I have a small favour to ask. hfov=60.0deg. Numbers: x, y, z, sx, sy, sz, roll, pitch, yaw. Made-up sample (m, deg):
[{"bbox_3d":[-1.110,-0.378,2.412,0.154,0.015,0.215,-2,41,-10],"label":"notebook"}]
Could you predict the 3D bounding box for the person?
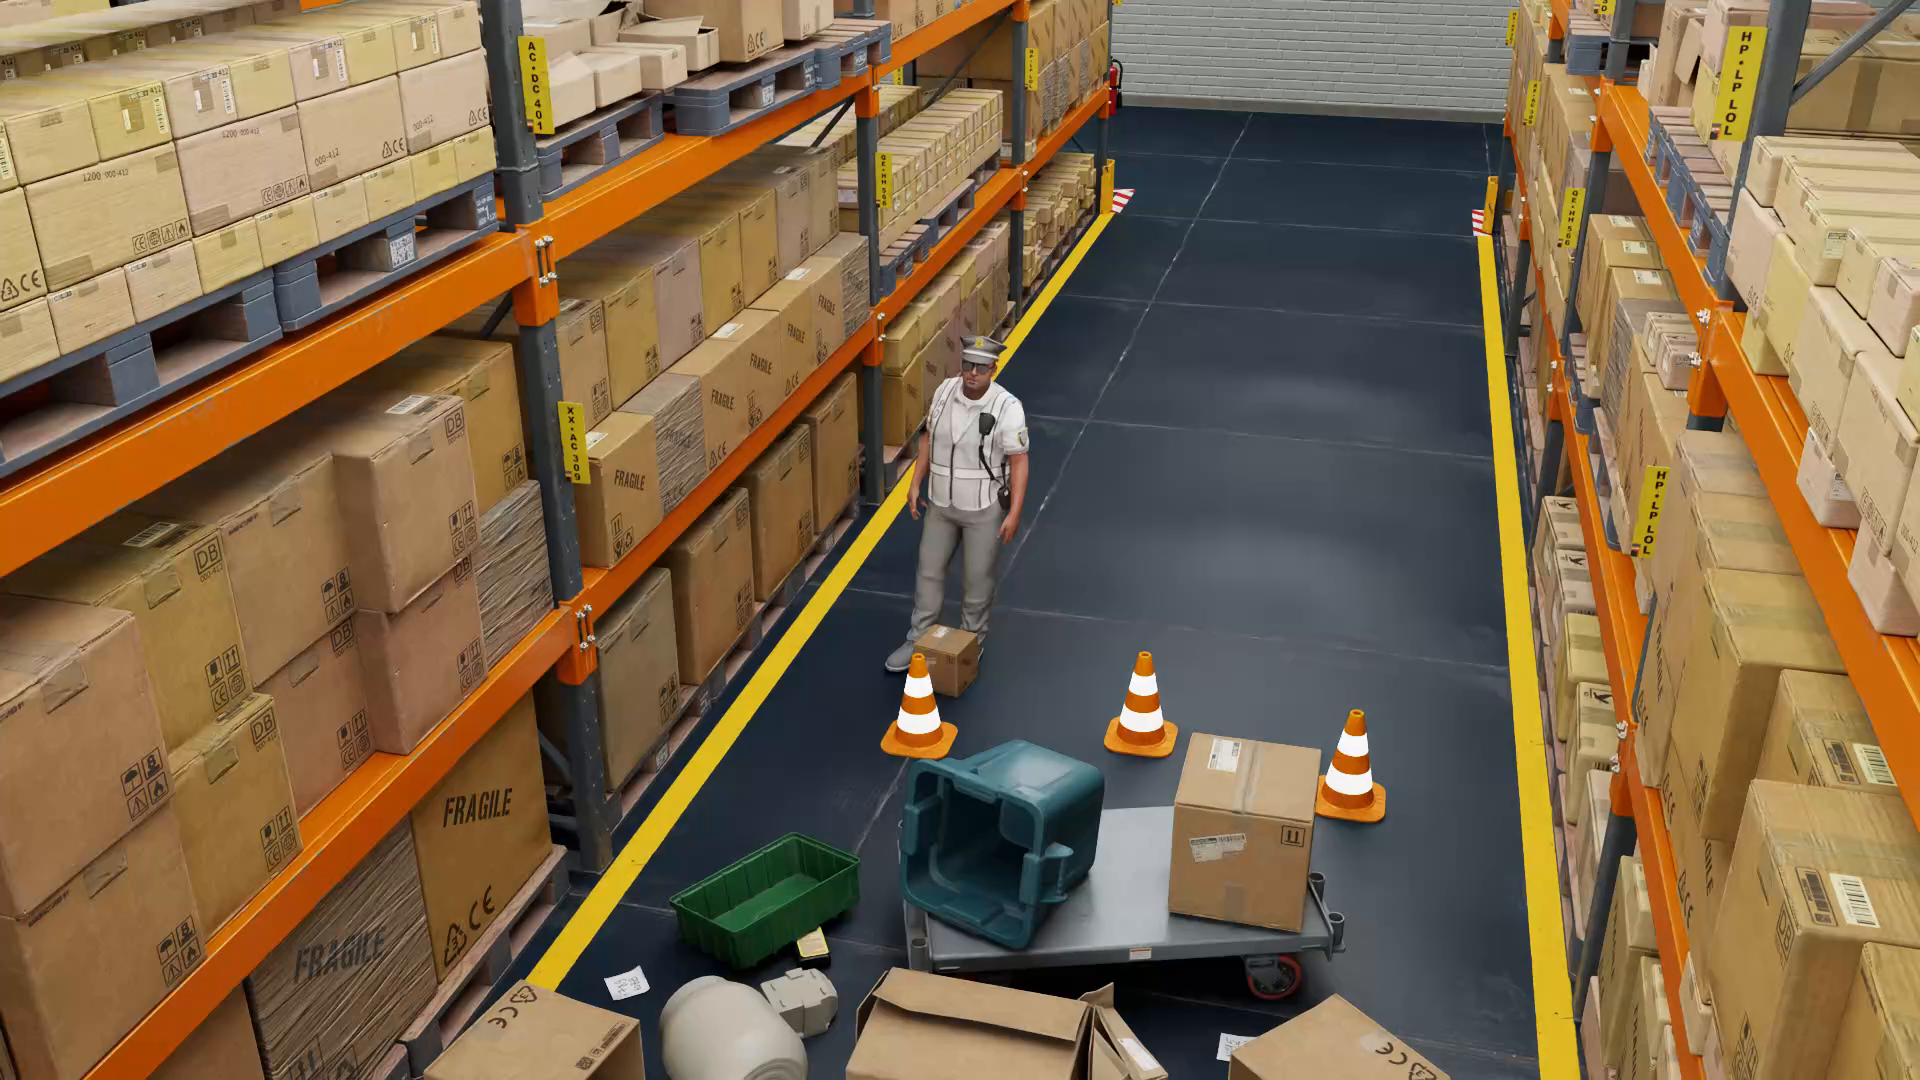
[{"bbox_3d":[-0.004,-0.169,8.403,0.641,1.781,0.573,12,28,24],"label":"person"}]
